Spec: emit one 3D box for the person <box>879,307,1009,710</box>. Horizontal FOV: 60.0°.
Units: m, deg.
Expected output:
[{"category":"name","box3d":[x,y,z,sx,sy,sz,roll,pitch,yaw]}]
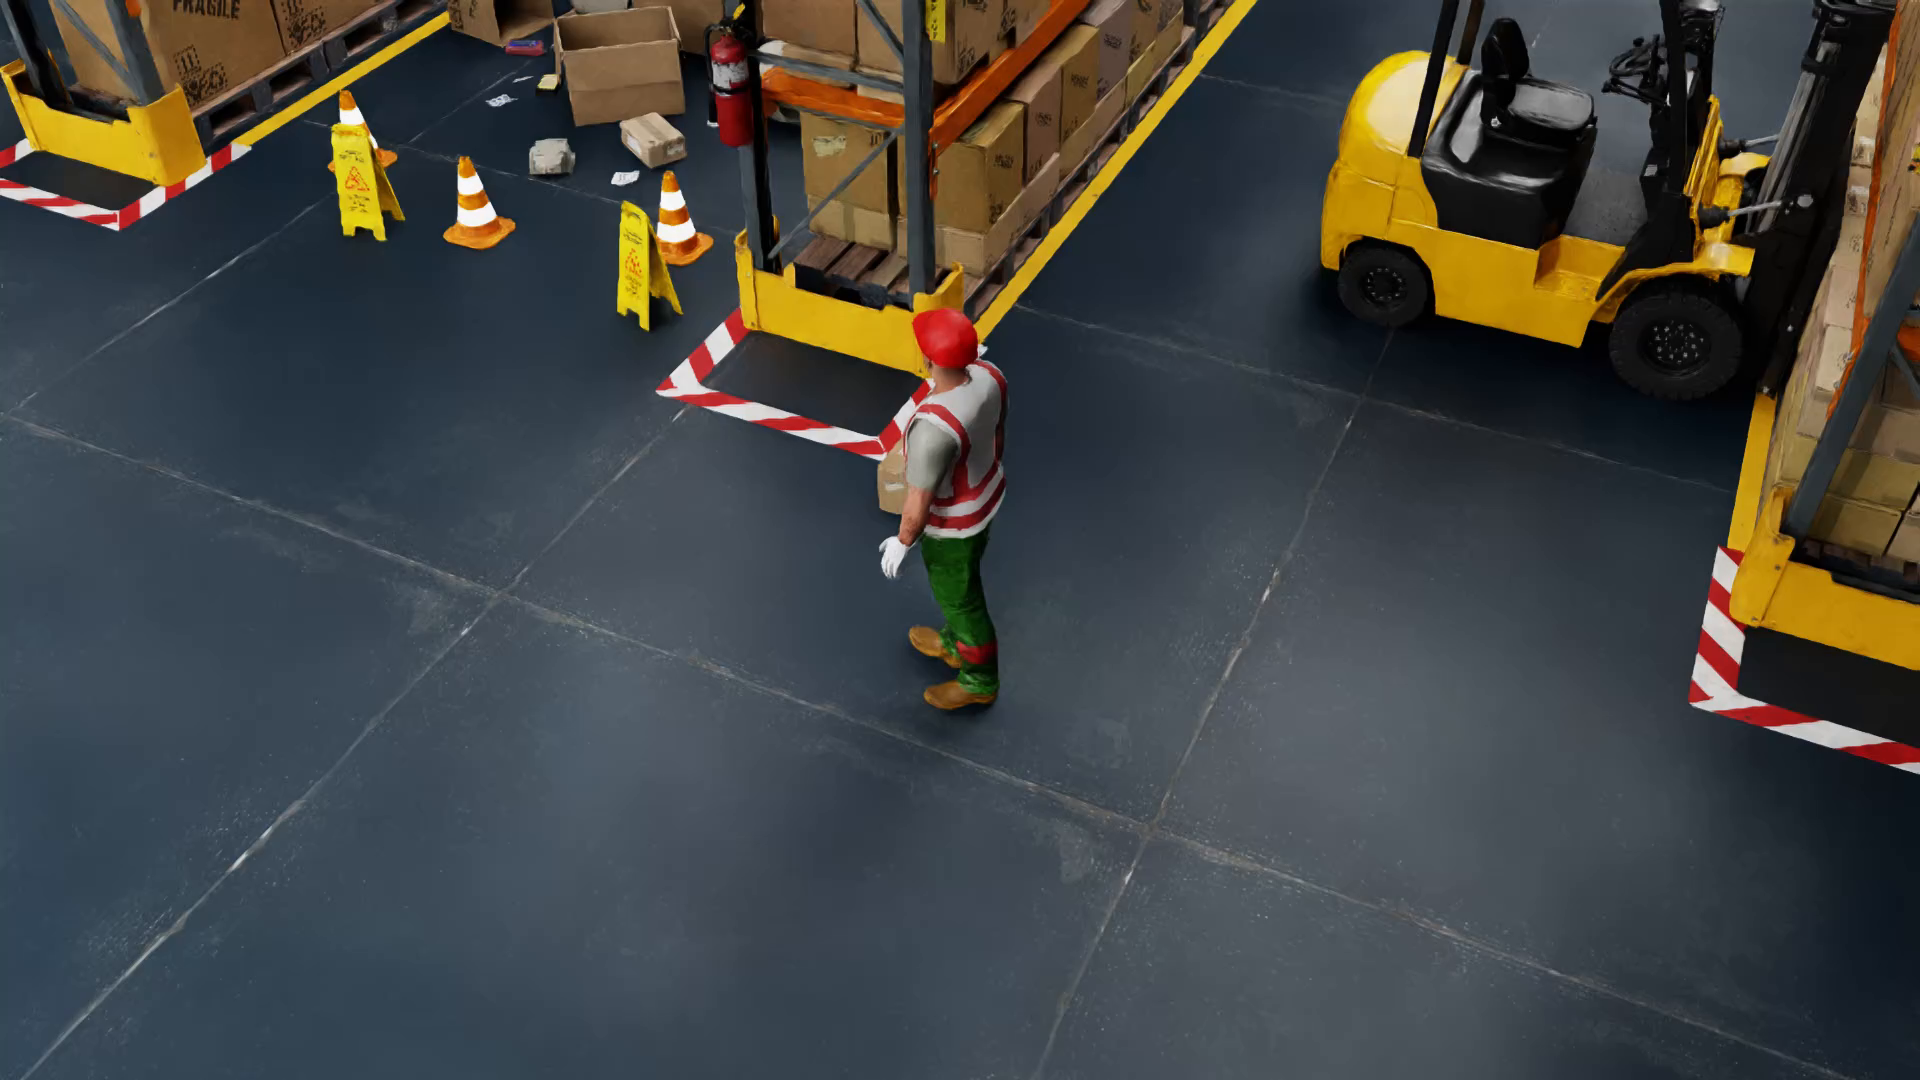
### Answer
[{"category":"person","box3d":[-0.051,-0.103,6.229,0.487,1.795,0.605,17,44,19]}]
